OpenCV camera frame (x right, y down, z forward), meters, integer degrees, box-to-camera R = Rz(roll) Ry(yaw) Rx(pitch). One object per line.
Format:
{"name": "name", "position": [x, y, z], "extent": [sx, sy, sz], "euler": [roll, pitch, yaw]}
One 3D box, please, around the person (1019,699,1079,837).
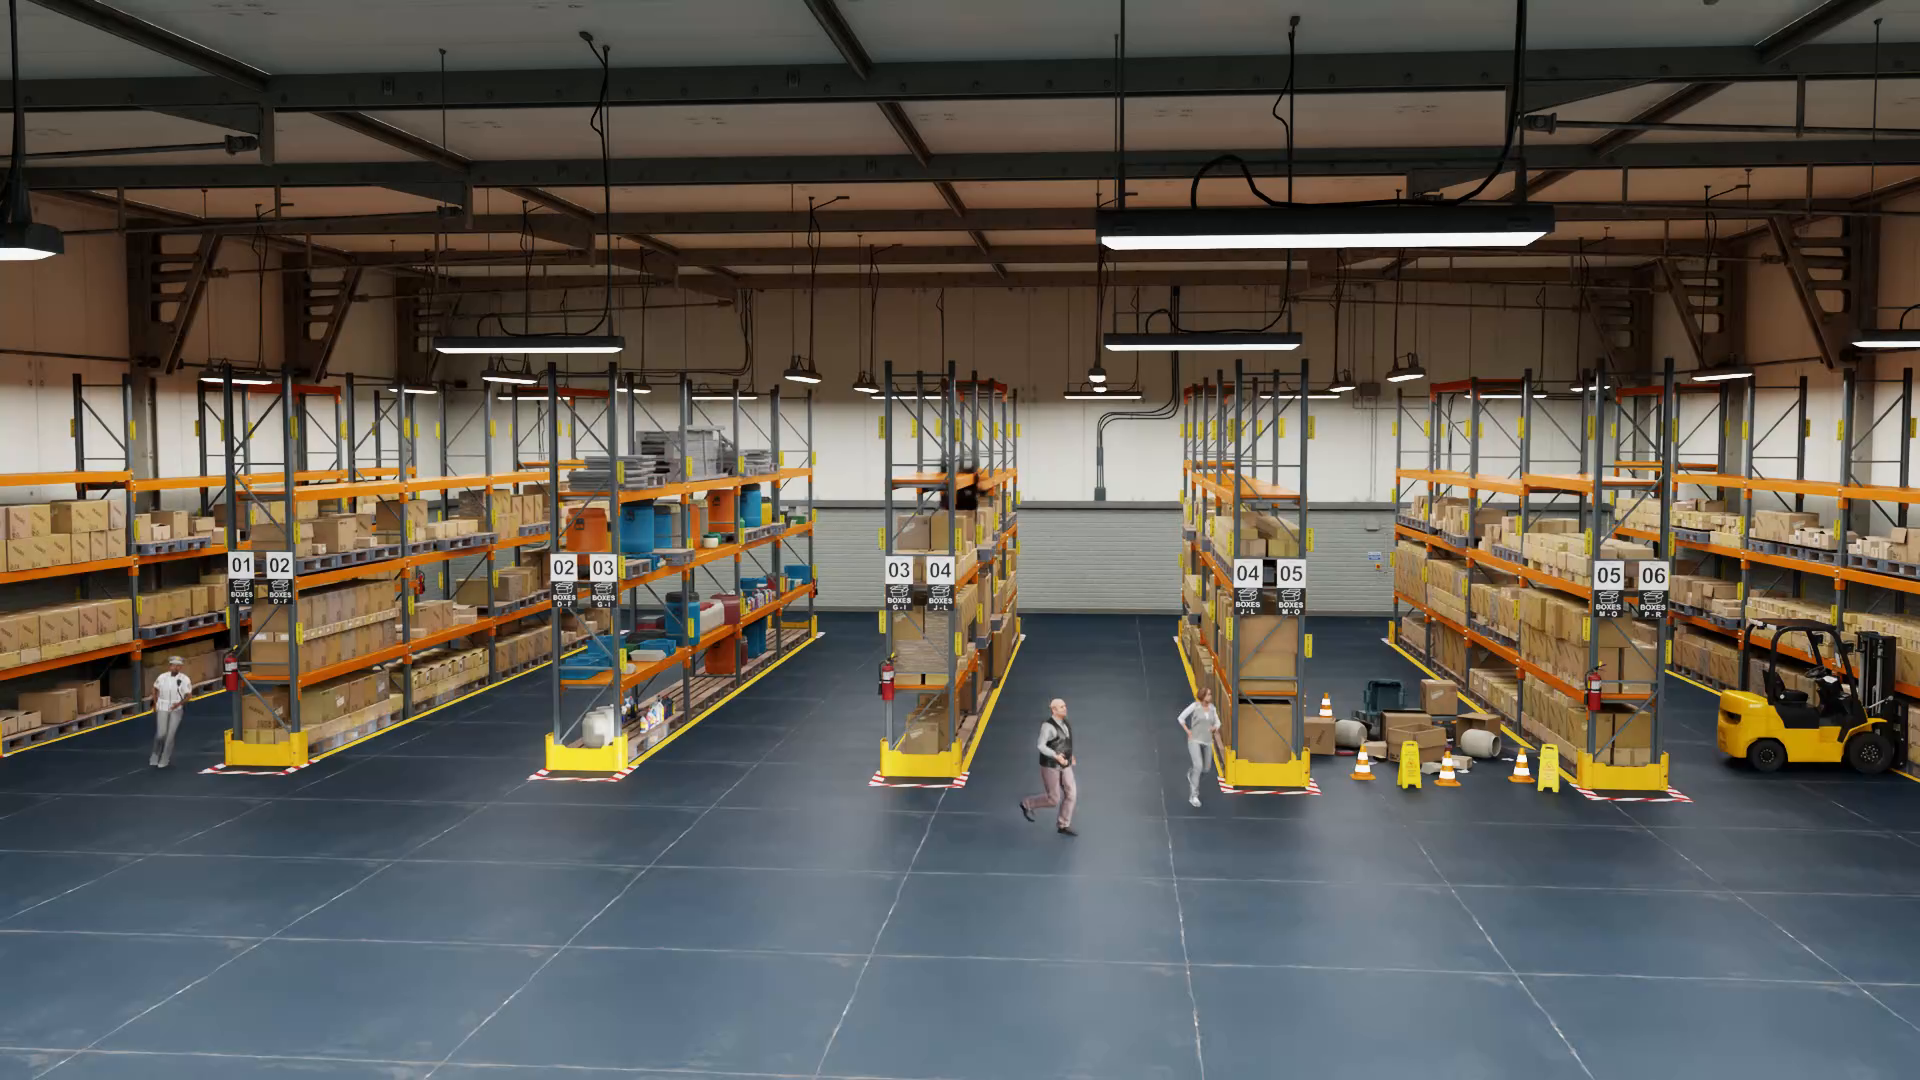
{"name": "person", "position": [1.138, 2.804, 20.656], "extent": [0.813, 1.692, 0.652], "euler": [3, 5, 38]}

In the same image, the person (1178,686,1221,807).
{"name": "person", "position": [3.267, 2.761, 22.550], "extent": [0.565, 1.571, 0.784], "euler": [-1, 4, -20]}

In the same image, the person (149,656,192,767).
{"name": "person", "position": [-11.765, 2.549, 24.771], "extent": [0.608, 1.652, 0.551], "euler": [-2, 4, -22]}
